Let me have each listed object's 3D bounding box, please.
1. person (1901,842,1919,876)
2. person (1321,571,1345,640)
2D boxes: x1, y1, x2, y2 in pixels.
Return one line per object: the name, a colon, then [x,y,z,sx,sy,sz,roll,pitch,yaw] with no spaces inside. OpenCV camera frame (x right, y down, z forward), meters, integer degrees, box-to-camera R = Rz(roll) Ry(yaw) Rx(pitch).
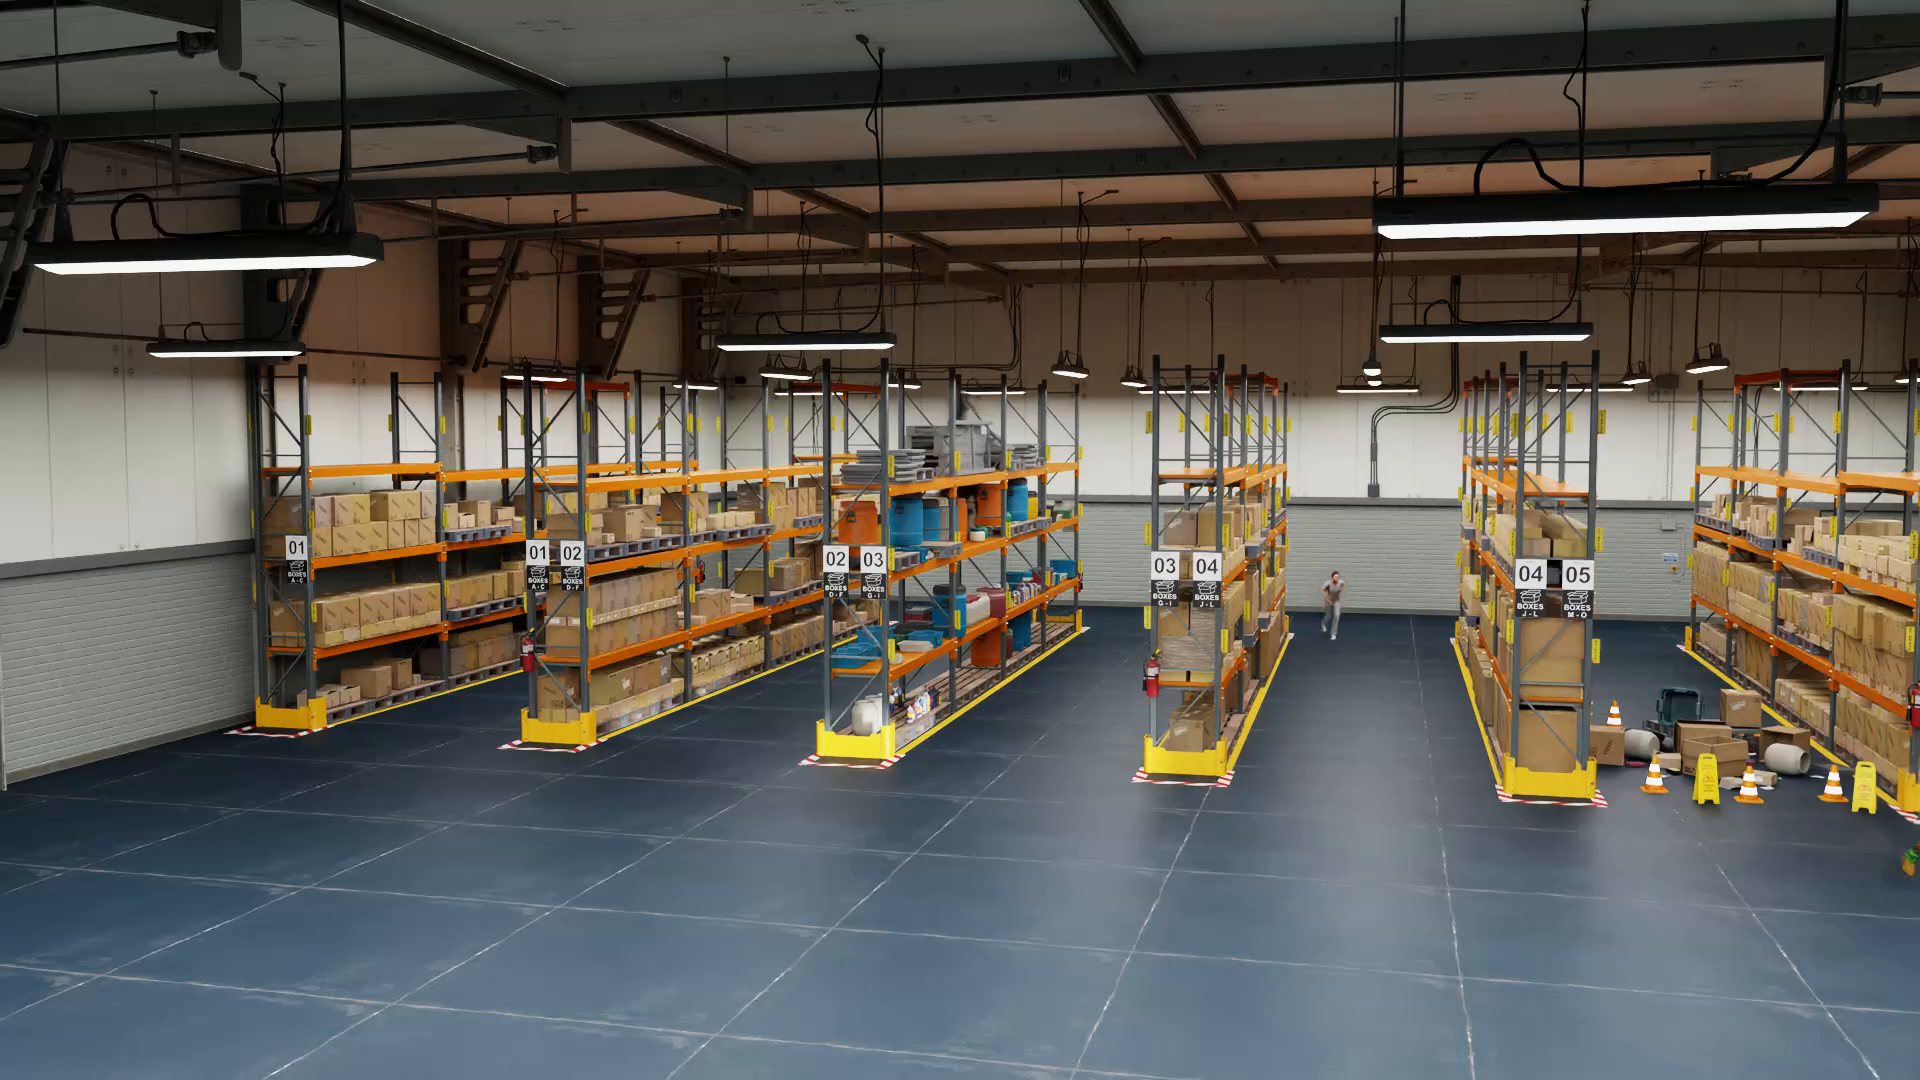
person: [10.826,2.898,18.074,0.885,1.778,0.732,-1,4,-9]
person: [8.759,1.517,39.241,0.590,1.624,0.990,-1,4,-9]
